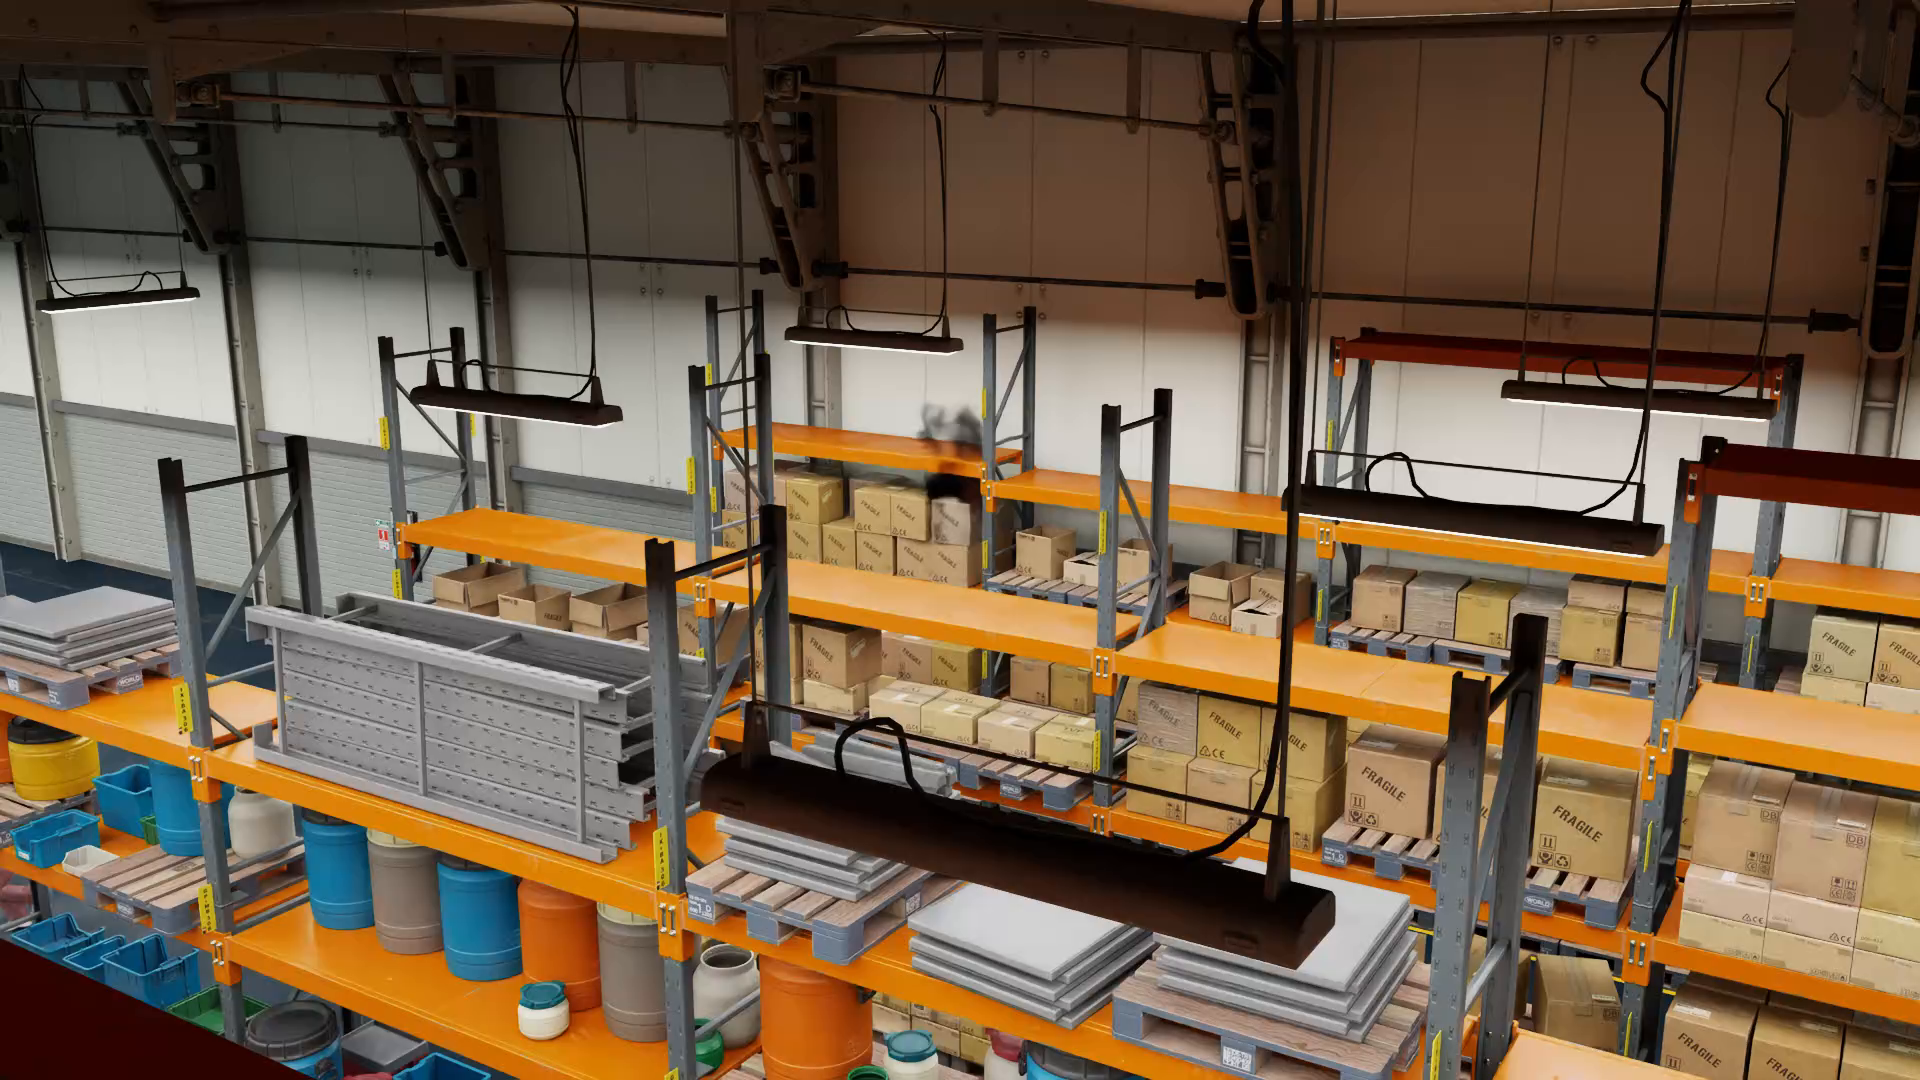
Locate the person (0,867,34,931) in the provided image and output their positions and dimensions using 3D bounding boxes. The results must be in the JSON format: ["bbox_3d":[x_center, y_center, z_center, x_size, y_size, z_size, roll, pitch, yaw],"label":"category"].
[{"bbox_3d":[-9.666,3.201,16.950,0.547,1.635,0.580,-7,15,-26],"label":"person"}]
